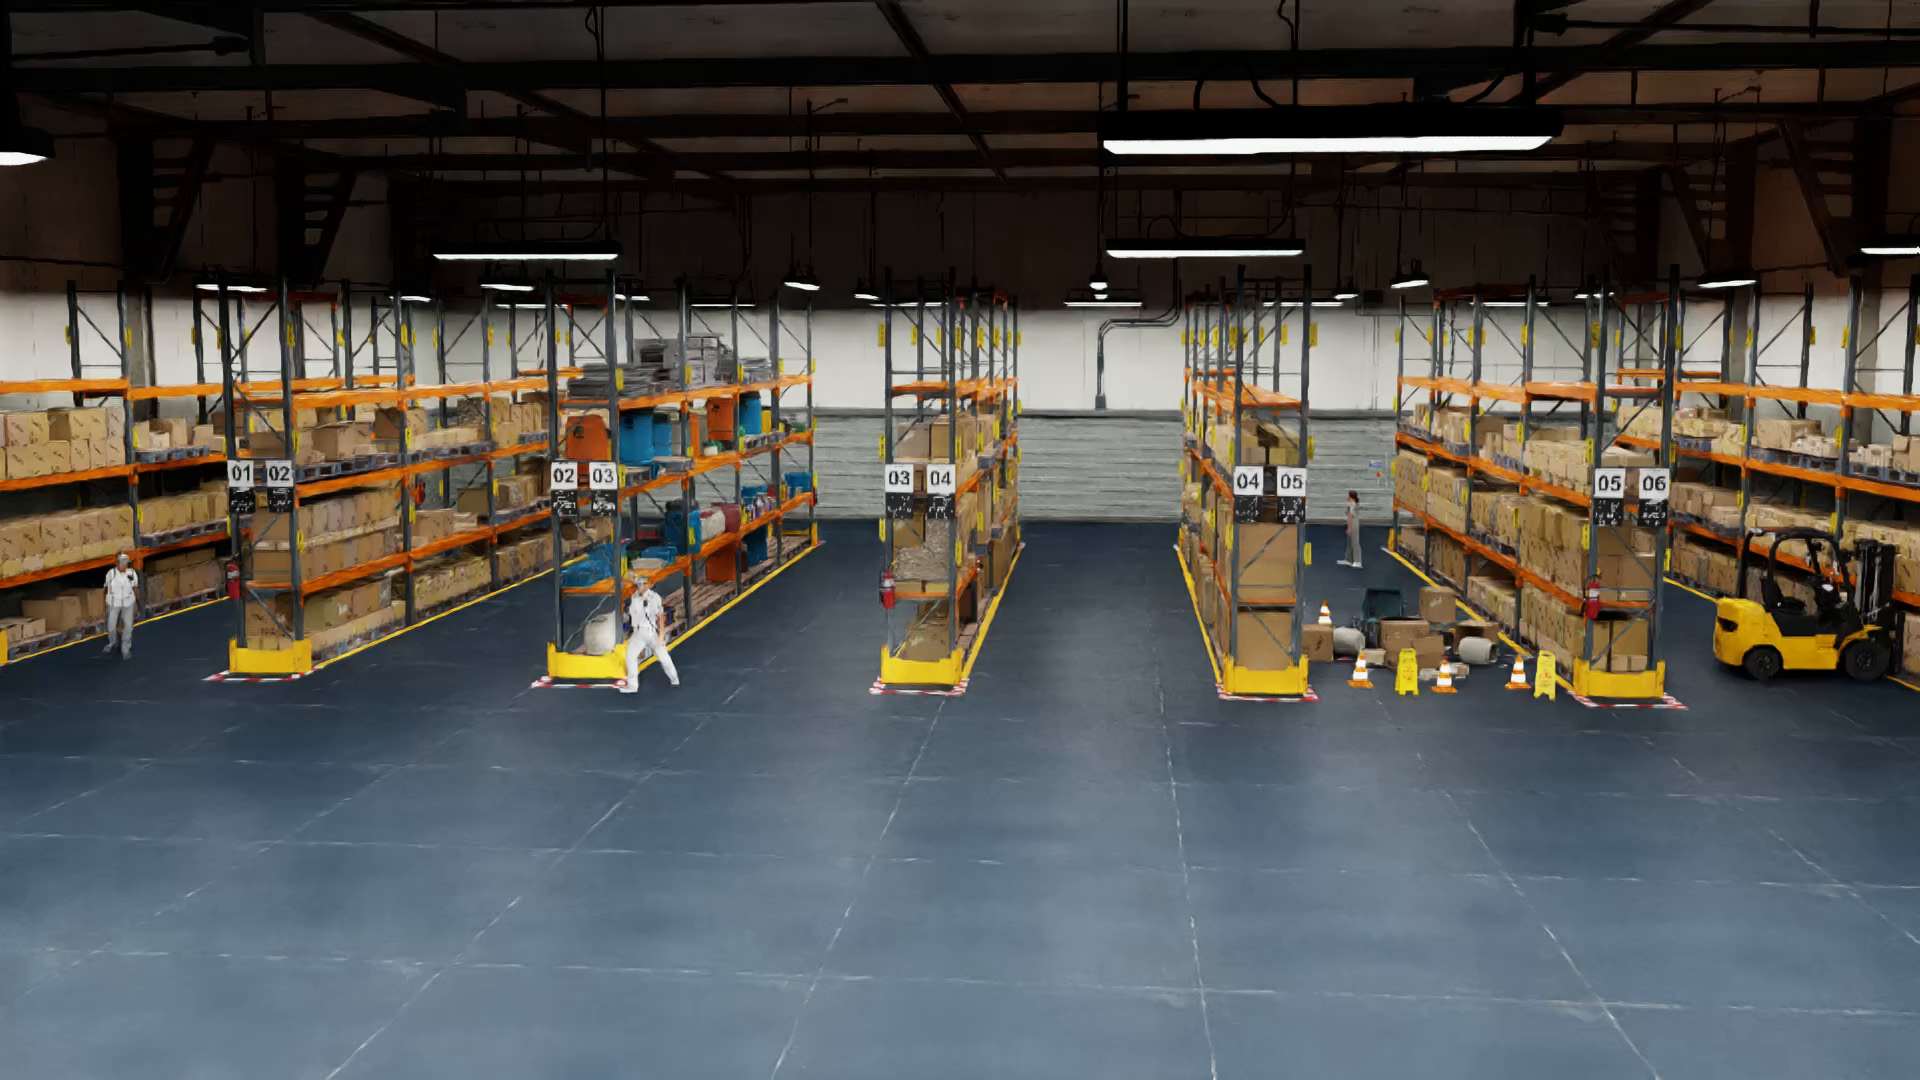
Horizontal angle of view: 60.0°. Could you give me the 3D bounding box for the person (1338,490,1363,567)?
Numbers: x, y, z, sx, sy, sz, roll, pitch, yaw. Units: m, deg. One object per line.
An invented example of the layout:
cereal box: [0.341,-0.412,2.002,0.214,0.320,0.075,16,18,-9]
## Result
person: [8.588,-0.273,36.506,0.563,1.665,0.580,2,7,19]

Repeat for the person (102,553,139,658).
person: [-13.182,1.023,26.097,0.560,1.657,0.572,-4,8,-32]

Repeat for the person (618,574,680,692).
person: [-4.416,1.297,23.632,0.579,1.692,0.974,3,8,25]

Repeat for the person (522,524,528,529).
person: [-10.958,-0.901,41.290,0.544,1.776,0.677,2,7,15]
